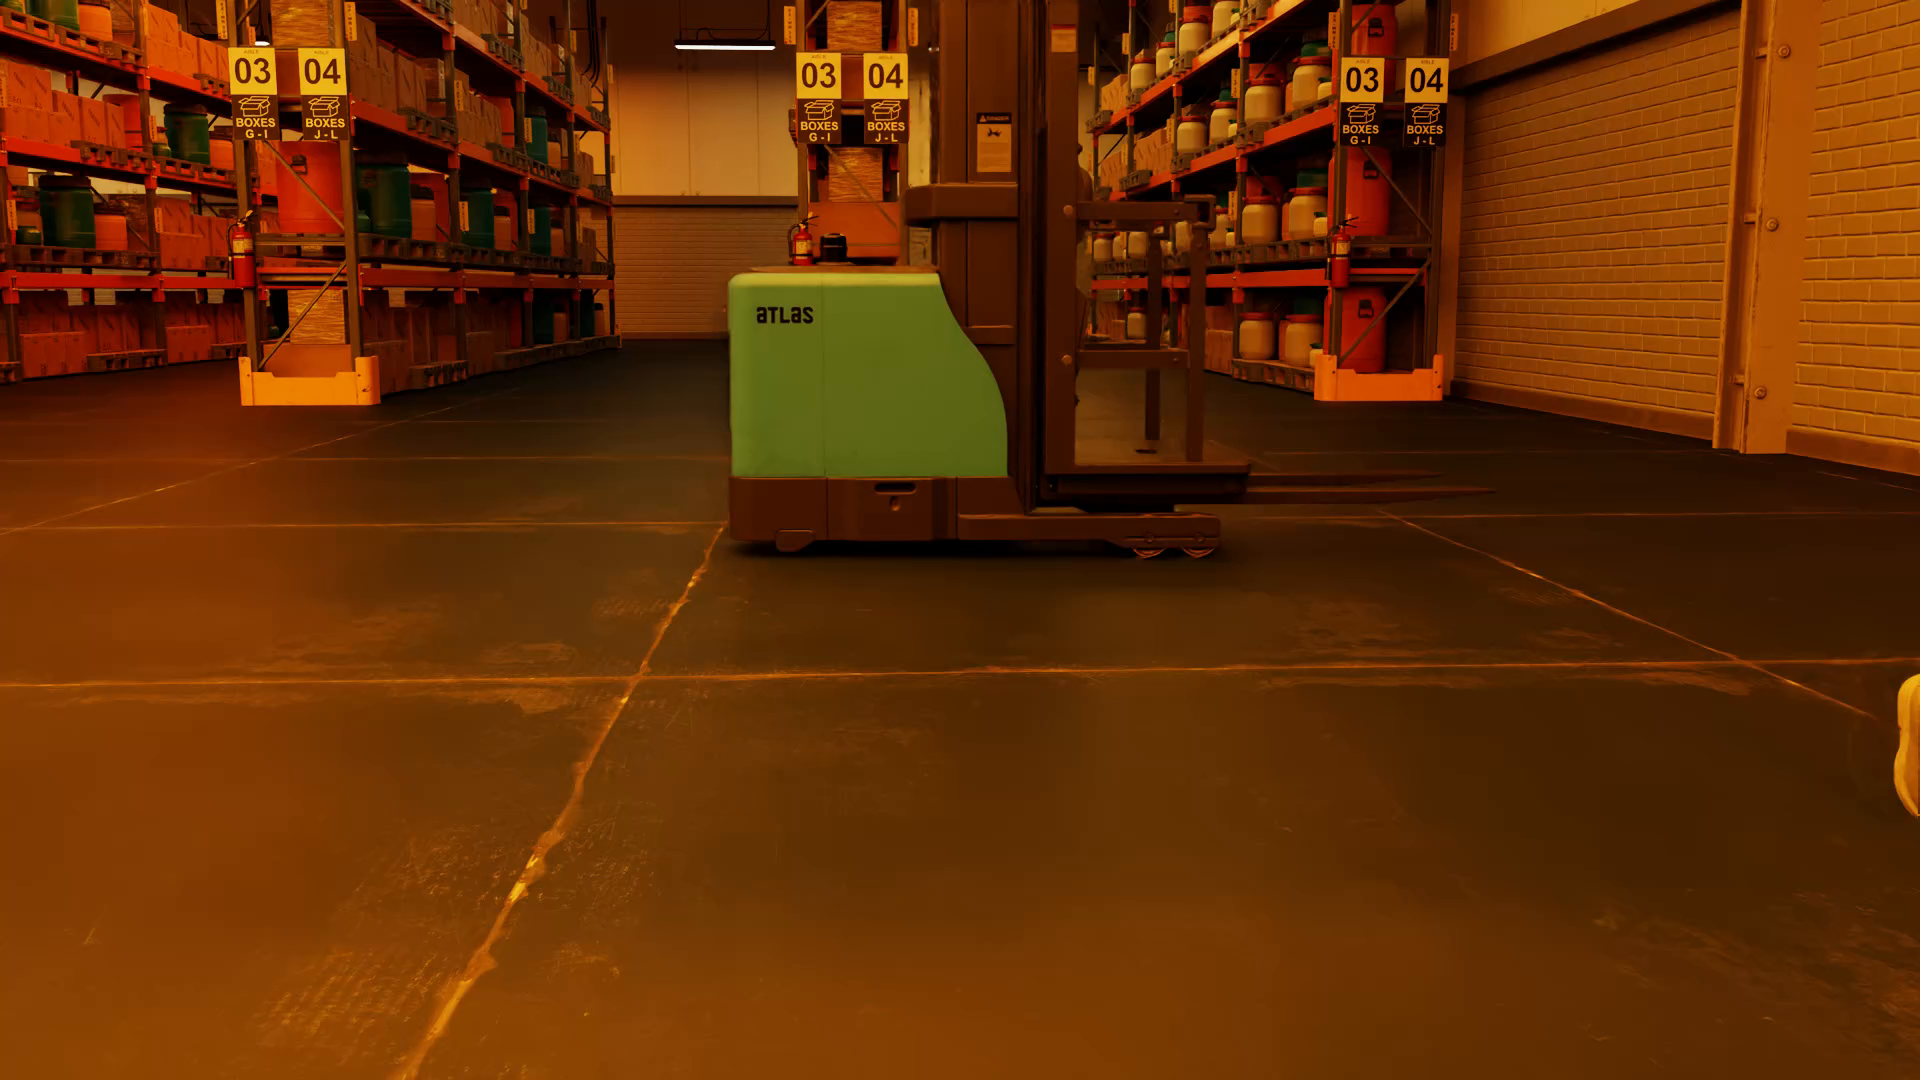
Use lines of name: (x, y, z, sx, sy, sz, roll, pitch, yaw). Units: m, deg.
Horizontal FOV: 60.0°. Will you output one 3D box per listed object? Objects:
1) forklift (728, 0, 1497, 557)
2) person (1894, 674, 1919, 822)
forklift: (0.607, -1.461, 6.673, 3.031, 2.935, 1.130, 0, 8, -3)
person: (2.092, -0.161, 3.034, 0.621, 1.456, 0.757, 3, 9, 21)
